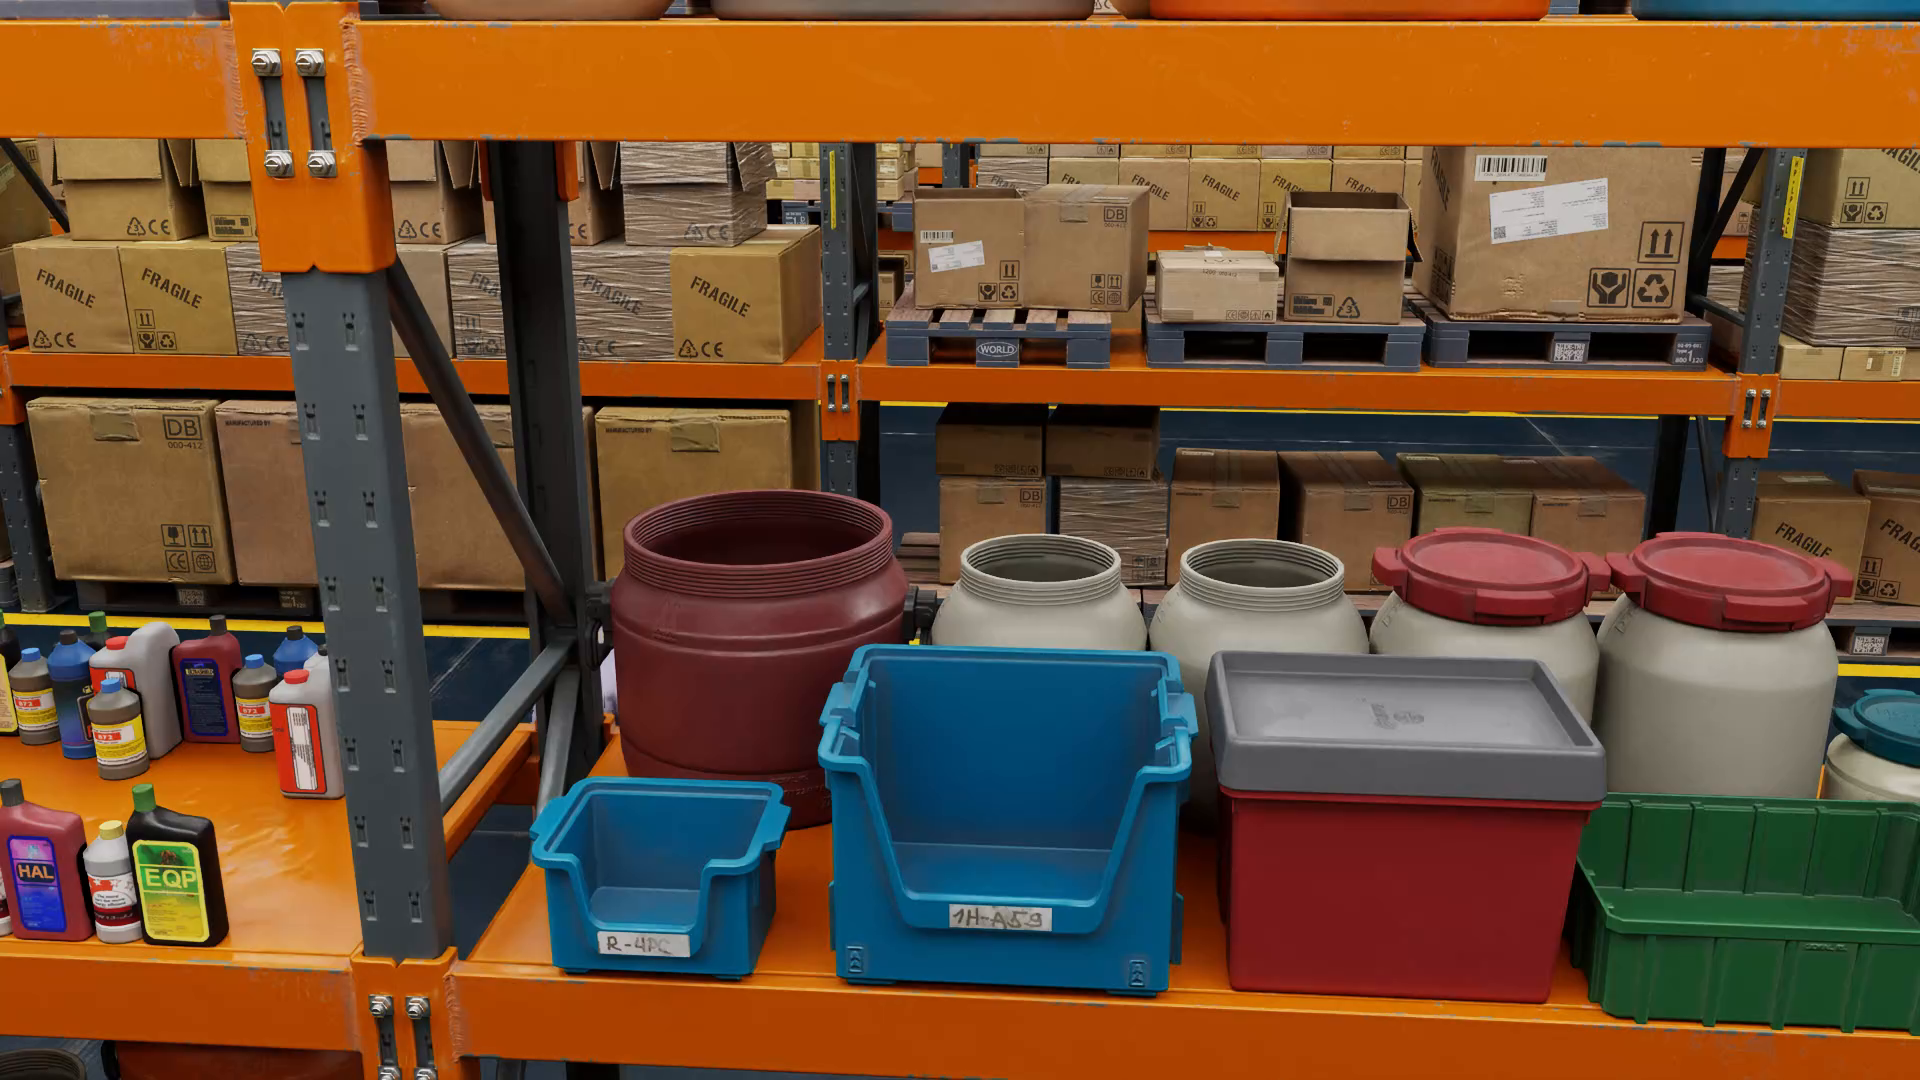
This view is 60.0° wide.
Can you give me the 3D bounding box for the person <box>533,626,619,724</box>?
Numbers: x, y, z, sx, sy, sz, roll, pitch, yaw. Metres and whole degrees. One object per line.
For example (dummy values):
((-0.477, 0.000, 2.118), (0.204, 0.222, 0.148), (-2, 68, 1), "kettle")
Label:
((-1.222, 0.693, 5.759), (0.514, 0.830, 0.900), (0, 18, 1), "person")
